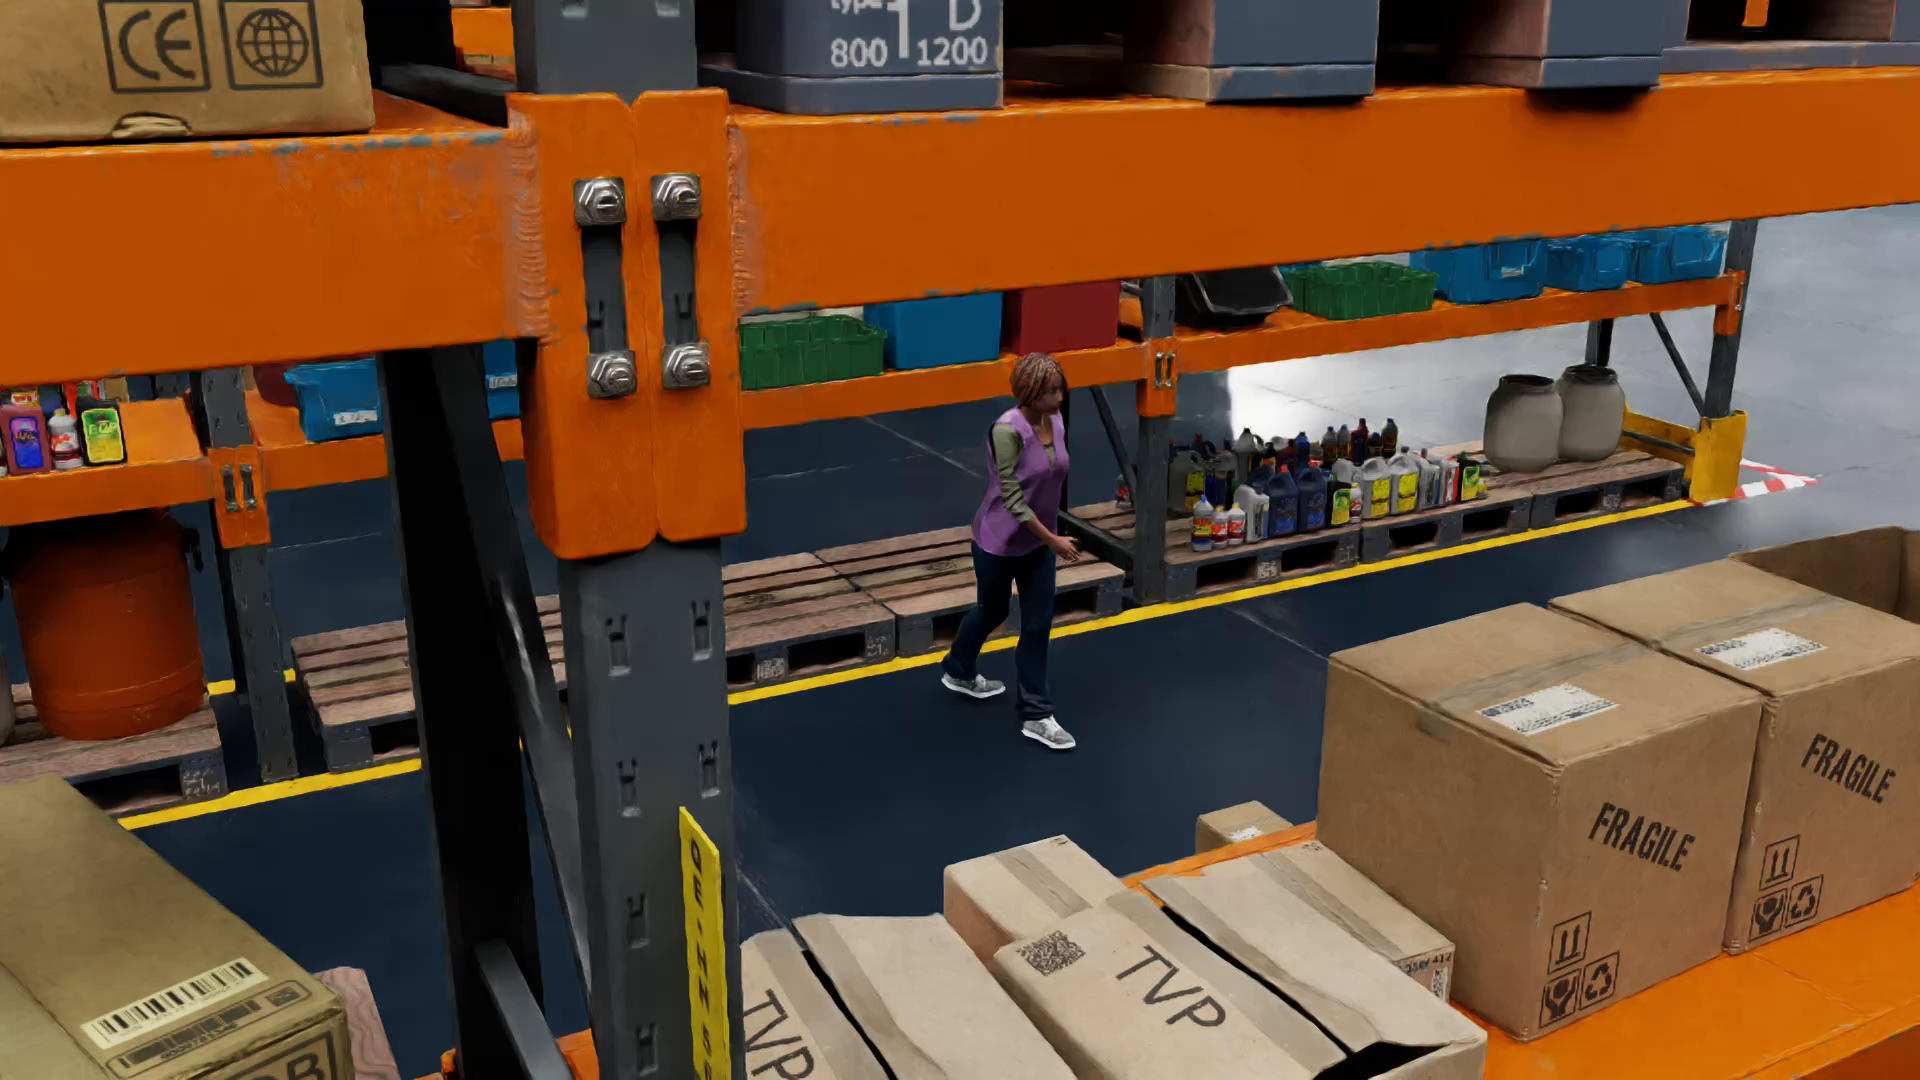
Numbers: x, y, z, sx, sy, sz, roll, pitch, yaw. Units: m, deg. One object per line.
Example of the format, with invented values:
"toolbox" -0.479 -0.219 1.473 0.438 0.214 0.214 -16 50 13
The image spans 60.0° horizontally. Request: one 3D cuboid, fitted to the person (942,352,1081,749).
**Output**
"person" 0.236 -0.002 6.602 0.415 1.562 0.764 -15 24 -38
